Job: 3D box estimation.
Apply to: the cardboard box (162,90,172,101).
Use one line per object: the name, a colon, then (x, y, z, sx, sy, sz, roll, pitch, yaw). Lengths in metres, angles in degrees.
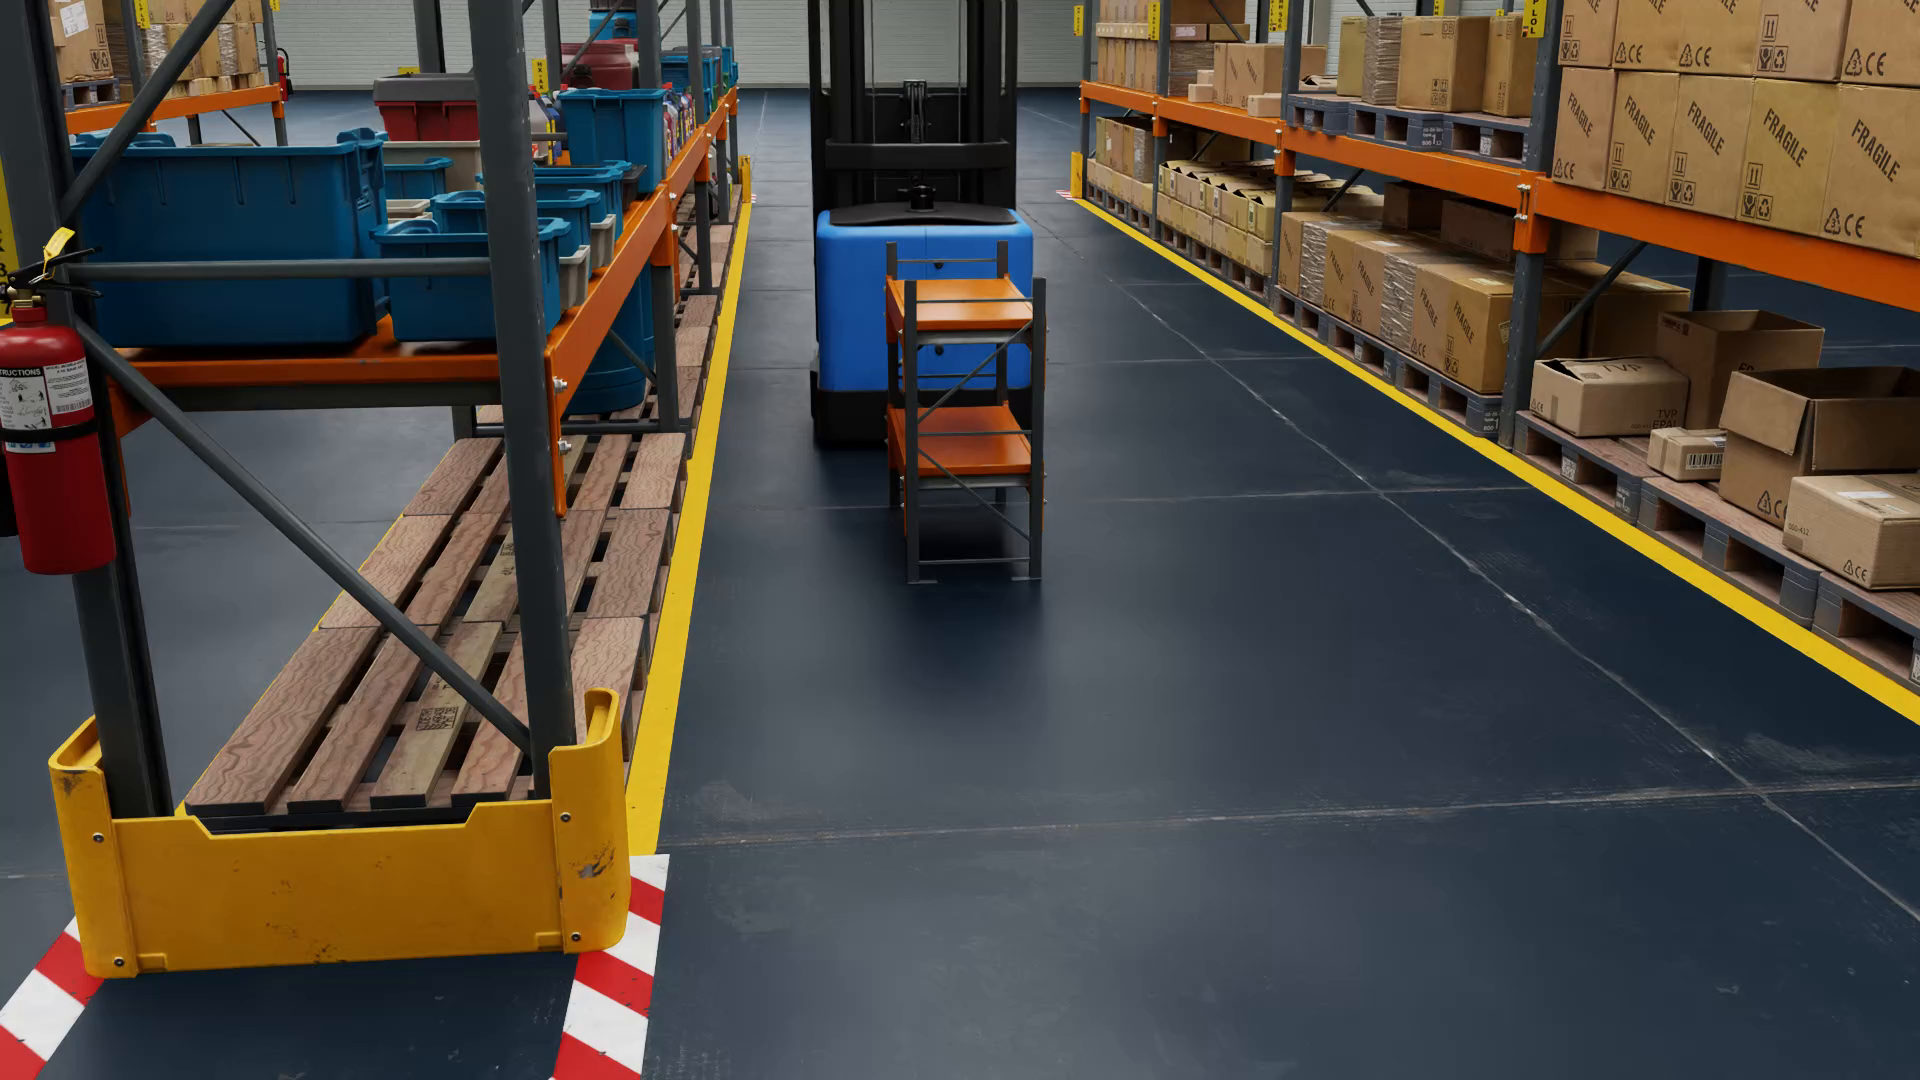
cardboard box: (-7.277, -3.998, 14.825, 0.380, 0.149, 0.250, -2, 18, -6)

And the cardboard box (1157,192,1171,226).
cardboard box: (2.107, -3.036, 15.228, 0.500, 0.250, 0.500, -2, 18, -7)

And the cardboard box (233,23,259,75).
cardboard box: (-7.754, -5.042, 17.064, 0.875, 0.500, 0.500, -2, 18, -6)

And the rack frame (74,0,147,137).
rack frame: (-7.542, -3.970, 14.315, 1.000, 3.000, 0.127, -2, 18, -6)

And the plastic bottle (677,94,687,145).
plastic bottle: (-1.619, -2.428, 9.597, 0.061, 0.283, 0.133, -2, 18, -6)

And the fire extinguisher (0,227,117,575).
fire extinguisher: (-1.814, -0.274, 3.294, 0.296, 0.674, 0.183, -2, 18, -6)

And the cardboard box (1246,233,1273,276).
cardboard box: (2.428, -2.121, 12.315, 0.500, 0.250, 0.500, -1, 17, -4)

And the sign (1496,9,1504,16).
sign: (6.287, -6.017, 19.390, 0.100, 0.325, 0.005, -2, 18, -6)

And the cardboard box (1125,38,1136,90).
cardboard box: (2.098, -4.914, 17.154, 0.700, 0.500, 0.500, -1, 17, -4)

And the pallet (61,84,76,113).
pallet: (-7.374, -3.275, 12.422, 1.003, 0.211, 1.213, -2, 18, -6)

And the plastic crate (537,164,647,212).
plastic crate: (-1.407, -1.312, 6.207, 0.437, 0.125, 0.590, -2, 18, -6)

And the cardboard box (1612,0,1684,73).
cardboard box: (2.960, -2.114, 6.565, 0.500, 0.500, 0.500, -2, 18, -7)

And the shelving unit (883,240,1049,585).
shelving unit: (0.001, -0.535, 6.502, 0.538, 1.125, 1.048, -2, 18, -6)

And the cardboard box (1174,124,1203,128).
cardboard box: (2.473, -3.967, 16.943, 0.500, 0.500, 0.500, -2, 18, -6)

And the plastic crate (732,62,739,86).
plastic crate: (-2.678, -5.104, 18.175, 0.499, 0.251, 0.616, -2, 18, -6)

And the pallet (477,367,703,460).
pallet: (-1.828, -0.640, 8.365, 1.003, 0.211, 1.213, -2, 18, -6)

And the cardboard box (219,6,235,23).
cardboard box: (-7.545, -5.374, 16.455, 0.500, 0.500, 0.500, -2, 18, -6)

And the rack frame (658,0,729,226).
rack frame: (-2.615, -4.123, 14.803, 1.000, 3.000, 0.127, -2, 18, -6)

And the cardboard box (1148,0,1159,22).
cardboard box: (2.207, -5.224, 15.977, 0.700, 0.500, 0.500, -2, 18, -6)

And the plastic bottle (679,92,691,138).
plastic bottle: (-1.699, -2.601, 10.169, 0.097, 0.271, 0.097, 0, 17, 0)

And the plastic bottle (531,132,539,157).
plastic bottle: (-2.068, -1.871, 7.959, 0.097, 0.201, 0.097, 0, 17, 0)

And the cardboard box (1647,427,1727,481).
cardboard box: (3.065, -0.361, 6.813, 0.380, 0.166, 0.250, -2, 18, -6)

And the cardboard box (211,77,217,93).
cardboard box: (-7.504, -4.443, 16.241, 0.380, 0.149, 0.250, -2, 18, -6)

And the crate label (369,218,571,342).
crate label: (-1.075, -0.580, 3.697, 0.416, 0.233, 0.303, -2, 18, -6)

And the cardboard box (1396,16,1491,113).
cardboard box: (2.894, -2.664, 9.287, 0.700, 0.500, 0.500, -6, 19, -20)

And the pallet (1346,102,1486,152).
pallet: (2.930, -2.412, 9.674, 1.003, 0.211, 1.213, -2, 18, -6)

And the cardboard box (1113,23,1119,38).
cardboard box: (1.834, -5.393, 17.597, 0.380, 0.149, 0.250, -2, 18, -7)

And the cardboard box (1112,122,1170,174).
cardboard box: (1.886, -4.099, 17.364, 0.500, 0.500, 0.500, -2, 18, -6)

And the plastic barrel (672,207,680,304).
plastic barrel: (-2.135, -1.951, 10.806, 0.600, 0.830, 0.708, -2, 18, -6)

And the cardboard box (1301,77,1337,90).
cardboard box: (2.731, -3.151, 11.853, 0.500, 0.311, 0.500, -1, 17, -2)

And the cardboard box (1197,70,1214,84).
cardboard box: (2.406, -4.058, 14.846, 0.500, 0.250, 0.500, -1, 17, -2)

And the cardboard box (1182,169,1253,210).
cardboard box: (2.208, -2.997, 14.168, 0.500, 0.311, 0.500, -2, 18, -7)

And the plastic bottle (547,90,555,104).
plastic bottle: (-2.463, -2.558, 10.011, 0.061, 0.283, 0.133, -2, 18, -6)

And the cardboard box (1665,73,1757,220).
cardboard box: (3.024, -1.477, 6.208, 0.500, 0.500, 0.500, -2, 18, -6)

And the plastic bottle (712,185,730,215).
plastic bottle: (-2.272, -3.238, 15.794, 0.152, 0.276, 0.135, -1, 17, -4)

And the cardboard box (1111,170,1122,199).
cardboard box: (1.887, -3.742, 17.477, 0.500, 0.250, 0.500, -2, 18, -6)

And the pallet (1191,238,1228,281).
pallet: (2.556, -2.362, 13.848, 1.003, 0.211, 1.213, -2, 18, -6)

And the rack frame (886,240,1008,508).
rack frame: (-0.052, -0.686, 6.985, 0.500, 1.125, 0.032, -2, 18, -6)

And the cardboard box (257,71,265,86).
cardboard box: (-7.719, -4.963, 17.899, 0.380, 0.149, 0.250, -2, 18, -6)

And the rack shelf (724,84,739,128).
rack shelf: (-2.821, -4.376, 16.808, 1.077, 0.370, 4.000, -2, 18, -6)

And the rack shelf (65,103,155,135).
rack shelf: (-7.335, -3.031, 12.525, 1.077, 0.370, 4.000, -2, 18, -6)

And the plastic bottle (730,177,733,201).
plastic bottle: (-2.389, -3.574, 16.867, 0.152, 0.276, 0.135, -2, 18, -7)

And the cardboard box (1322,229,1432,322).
cardboard box: (2.594, -1.651, 10.366, 0.500, 0.500, 0.500, -2, 18, -6)

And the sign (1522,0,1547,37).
sign: (2.586, -2.426, 7.463, 0.100, 0.325, 0.005, -2, 18, -6)

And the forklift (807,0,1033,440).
forklift: (-0.262, -2.268, 9.007, 1.130, 2.935, 3.031, -1, 17, -4)

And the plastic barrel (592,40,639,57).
plastic barrel: (-2.614, -3.549, 12.746, 0.433, 0.535, 0.433, 0, 17, 0)

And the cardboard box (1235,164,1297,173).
cardboard box: (2.699, -3.164, 14.702, 0.500, 0.311, 0.500, -1, 17, -4)

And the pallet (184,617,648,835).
pallet: (-1.424, 0.536, 4.619, 1.003, 0.211, 1.213, -2, 18, -6)

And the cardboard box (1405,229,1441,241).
cardboard box: (3.108, -1.675, 10.443, 0.500, 0.500, 0.500, -2, 18, -8)

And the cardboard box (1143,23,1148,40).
cardboard box: (1.990, -4.937, 16.143, 0.380, 0.149, 0.250, -2, 18, -6)

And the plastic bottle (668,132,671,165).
plastic bottle: (-1.491, -1.968, 8.269, 0.097, 0.201, 0.097, 0, 17, 0)

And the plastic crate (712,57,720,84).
plastic crate: (-2.192, -3.796, 13.789, 0.392, 0.384, 0.575, -2, 18, -6)

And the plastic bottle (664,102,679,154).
plastic bottle: (-1.563, -2.208, 8.918, 0.097, 0.271, 0.097, 0, 17, 0)
